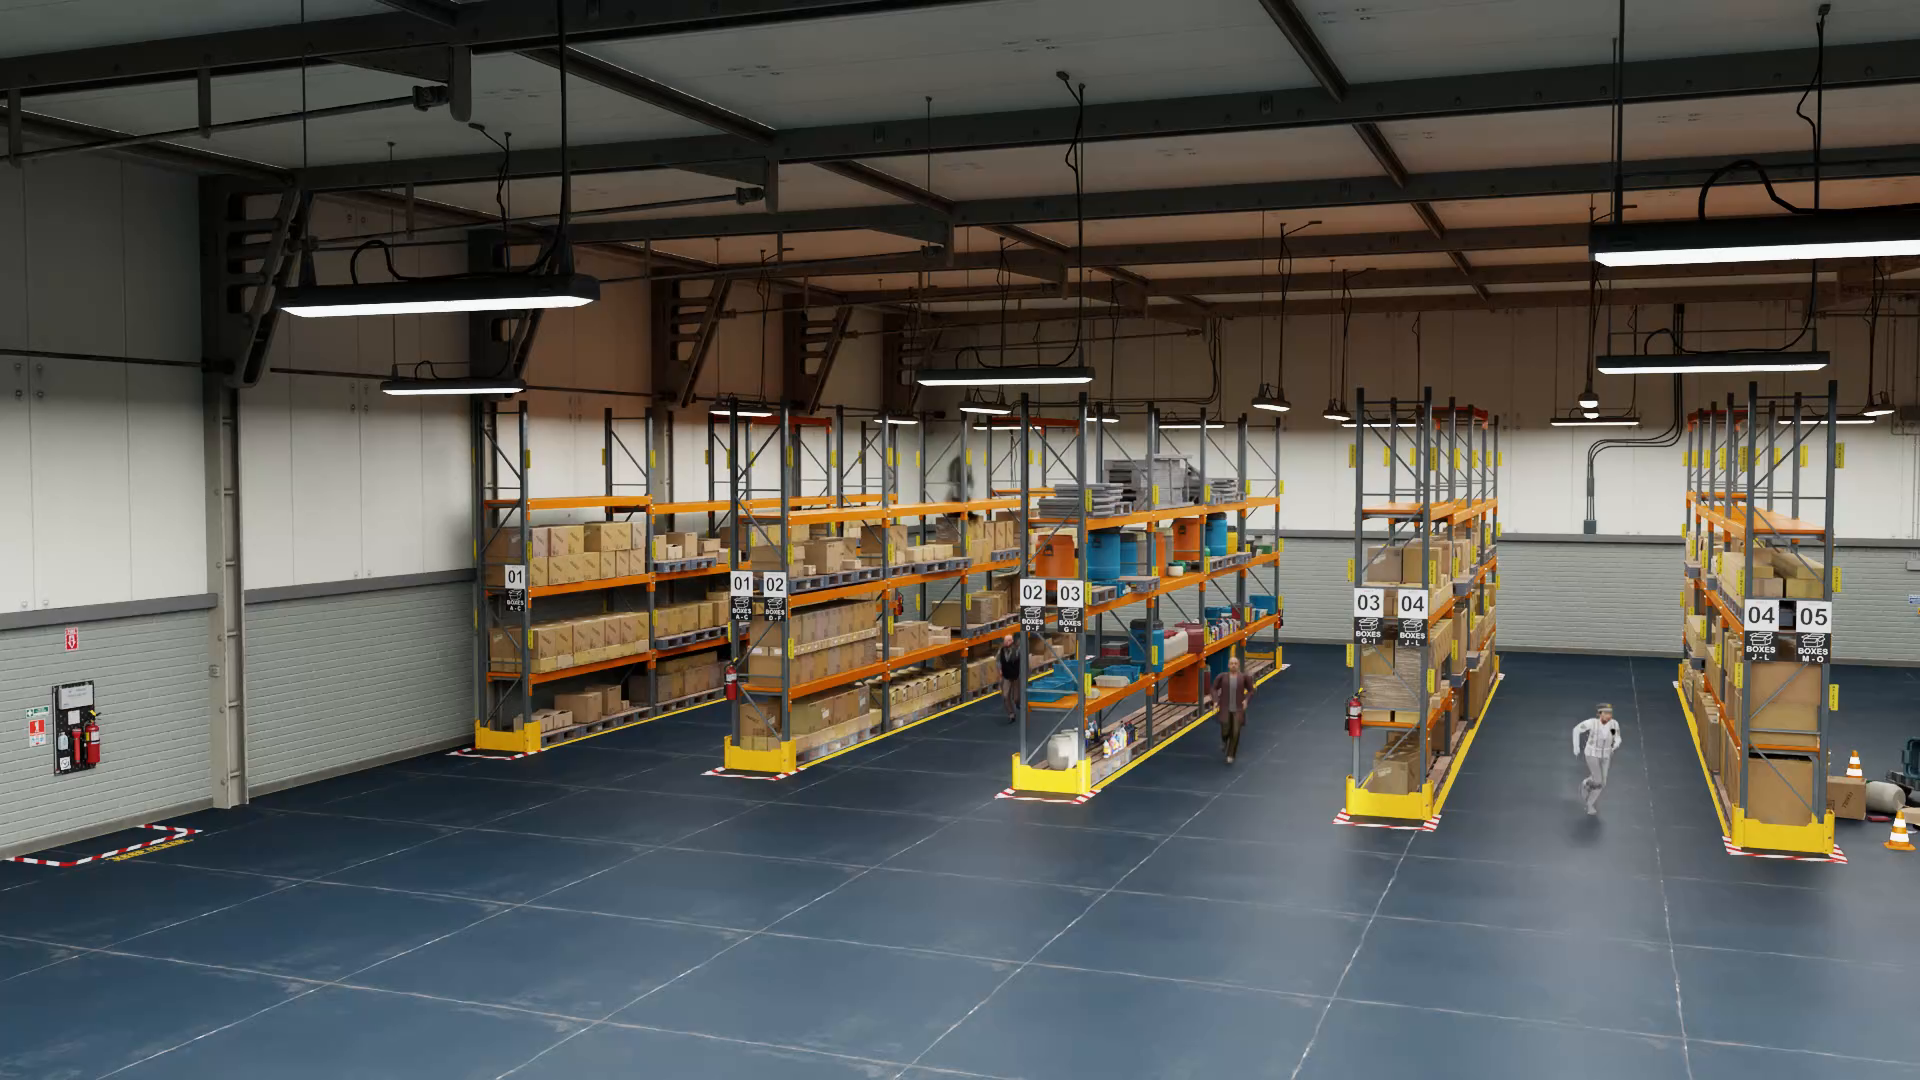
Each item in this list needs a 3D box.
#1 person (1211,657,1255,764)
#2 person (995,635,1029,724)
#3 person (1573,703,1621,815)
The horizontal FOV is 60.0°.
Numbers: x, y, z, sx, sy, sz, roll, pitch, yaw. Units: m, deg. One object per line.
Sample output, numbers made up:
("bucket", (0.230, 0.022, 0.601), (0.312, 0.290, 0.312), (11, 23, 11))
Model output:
("person", (4.517, 2.807, 27.541), (0.724, 1.735, 0.689), (0, 3, 8))
("person", (1.004, 2.643, 31.740), (0.678, 1.697, 0.765), (1, 3, 18))
("person", (8.984, 3.070, 23.385), (0.604, 1.616, 0.667), (0, 3, -7))
